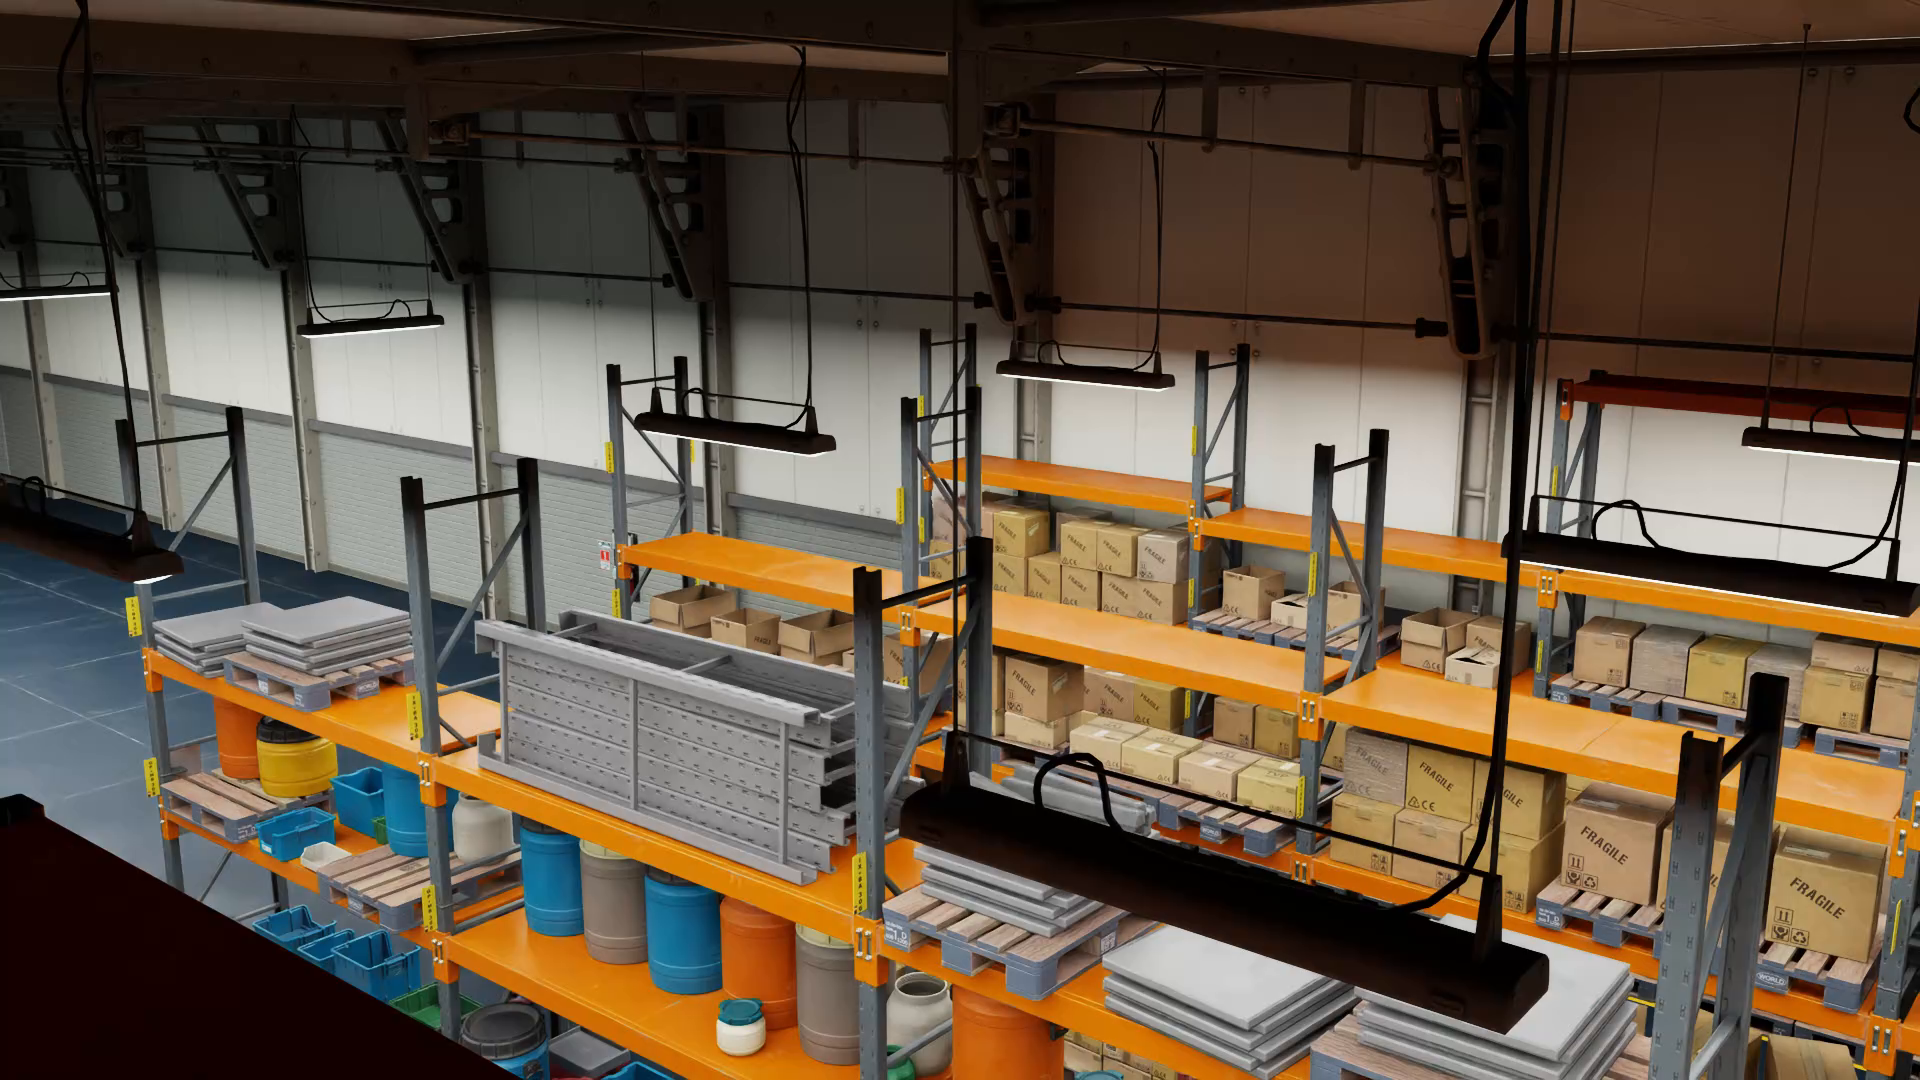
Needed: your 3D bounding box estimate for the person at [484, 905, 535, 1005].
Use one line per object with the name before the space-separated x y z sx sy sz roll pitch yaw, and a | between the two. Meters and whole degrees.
person | -4.359 3.733 16.101 0.505 1.708 0.527 3 13 15
